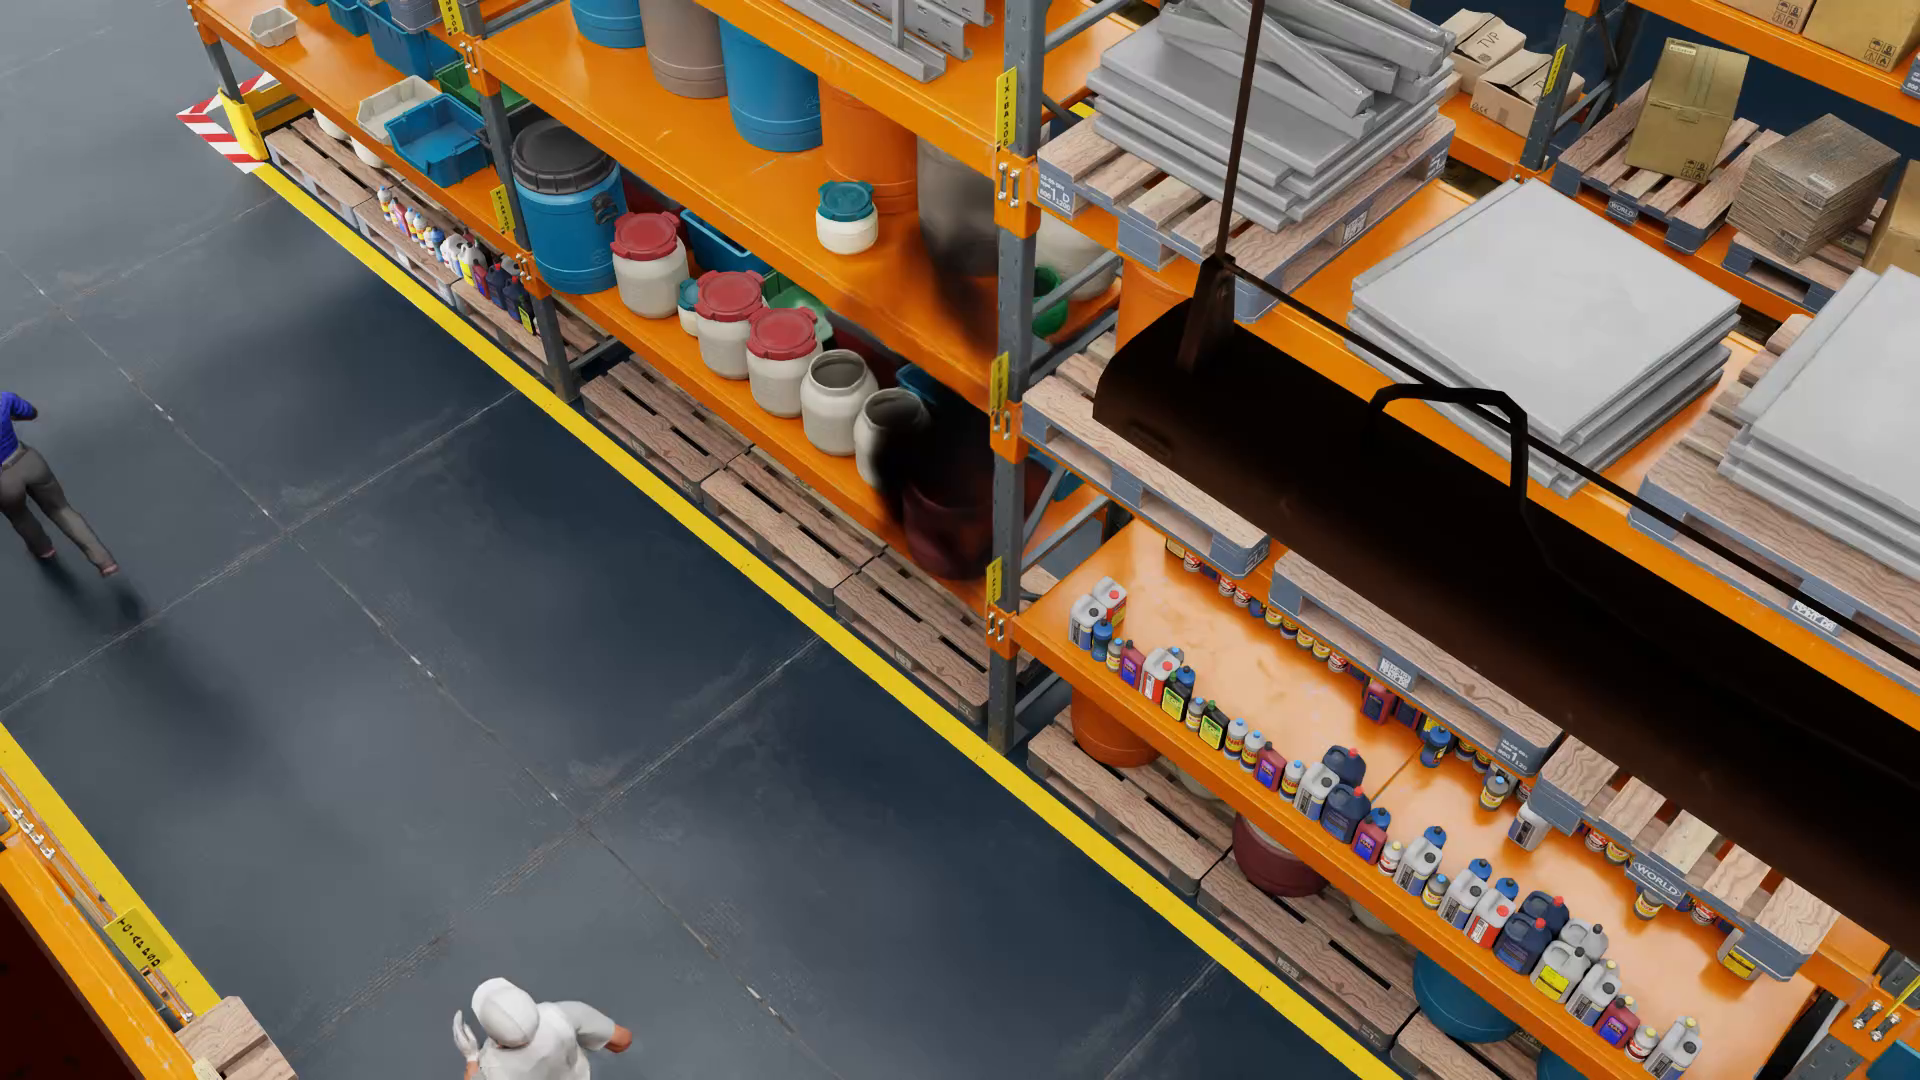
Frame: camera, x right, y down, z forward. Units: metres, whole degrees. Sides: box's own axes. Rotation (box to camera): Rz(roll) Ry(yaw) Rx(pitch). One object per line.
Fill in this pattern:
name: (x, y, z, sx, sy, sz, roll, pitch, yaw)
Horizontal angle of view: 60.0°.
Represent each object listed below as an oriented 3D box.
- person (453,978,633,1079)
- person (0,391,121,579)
person: (-1.730, 2.281, 6.906, 0.915, 1.815, 0.658, 30, 56, 23)
person: (-5.431, -0.356, 9.583, 0.906, 1.646, 0.609, 27, 55, 21)
